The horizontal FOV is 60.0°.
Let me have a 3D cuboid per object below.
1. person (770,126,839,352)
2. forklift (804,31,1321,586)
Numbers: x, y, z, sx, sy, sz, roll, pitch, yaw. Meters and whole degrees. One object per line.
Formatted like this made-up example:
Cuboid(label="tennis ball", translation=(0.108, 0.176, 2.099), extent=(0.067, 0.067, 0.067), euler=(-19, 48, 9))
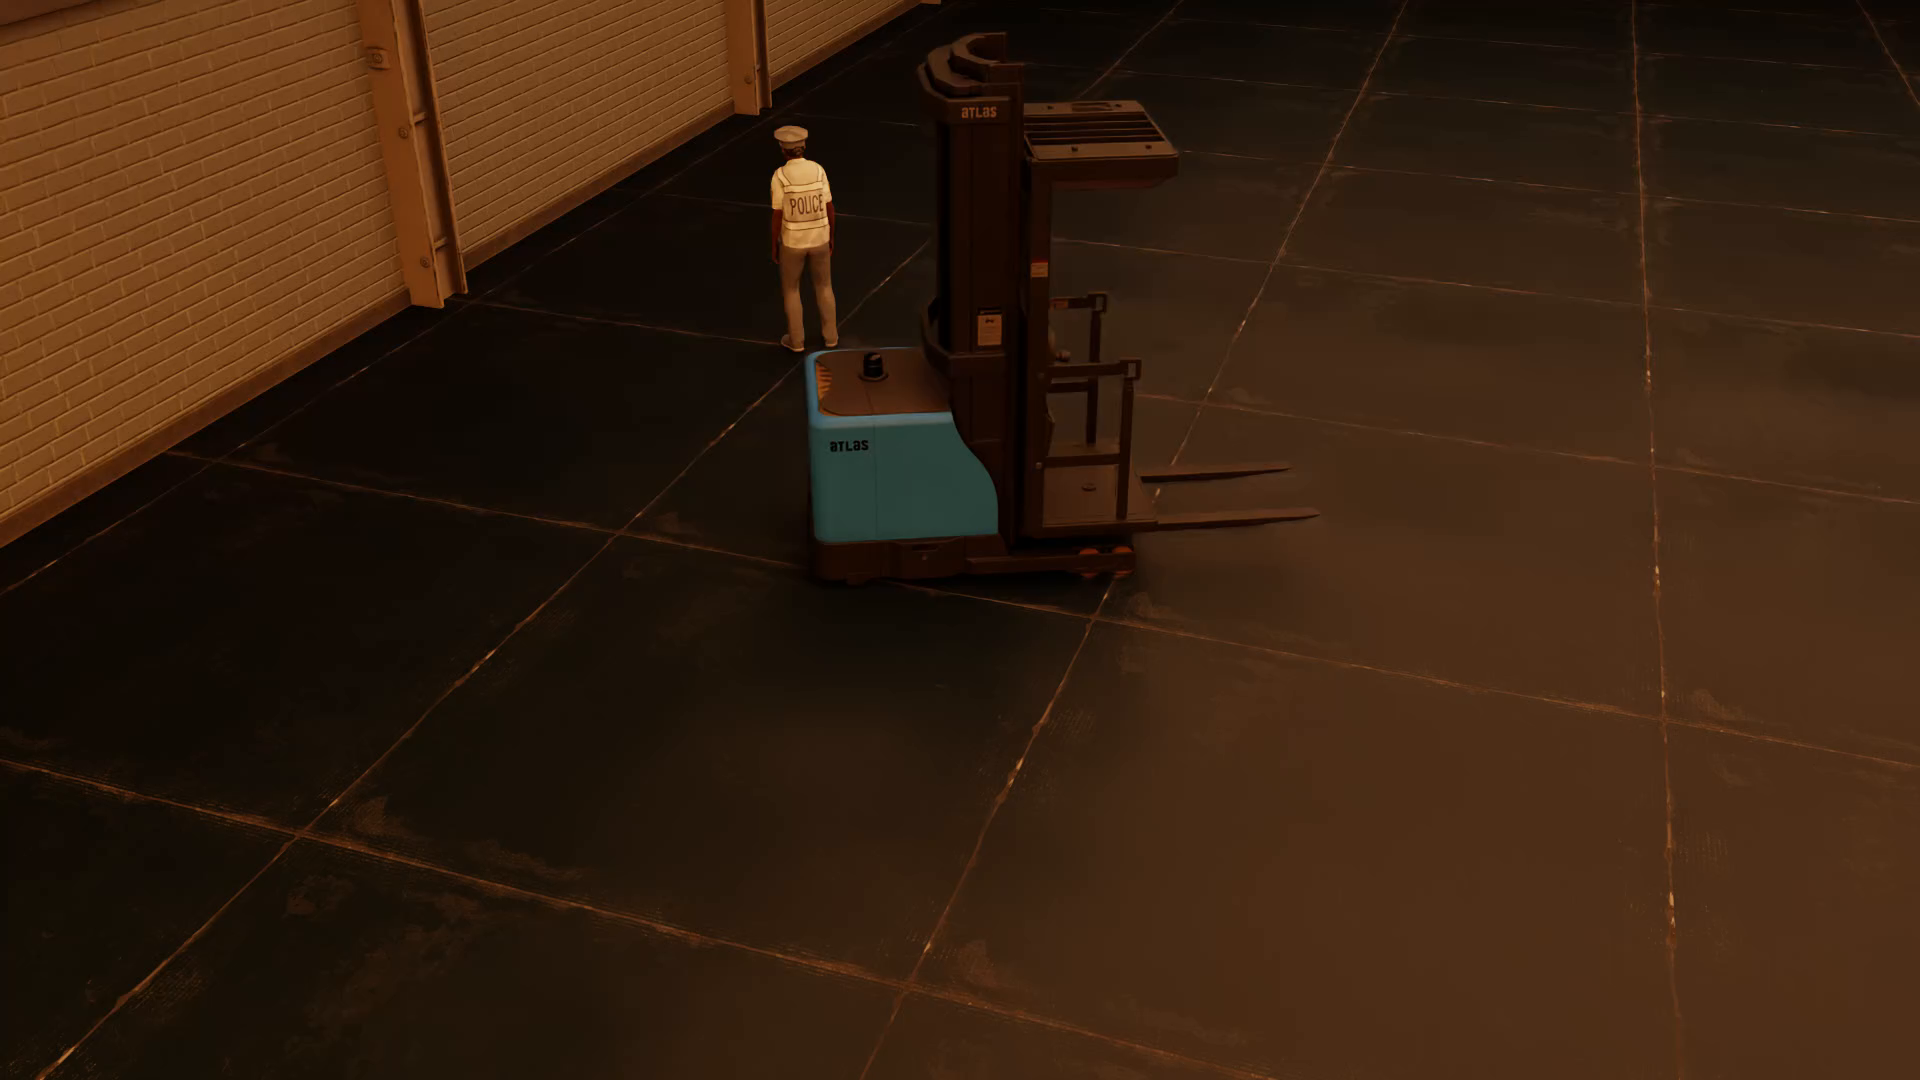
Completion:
Cuboid(label="person", translation=(-1.151, -2.201, 12.287), extent=(0.519, 1.656, 0.396), euler=(-11, 32, -19))
Cuboid(label="forklift", translation=(0.611, -1.314, 9.442), extent=(3.031, 2.935, 1.130), euler=(-3, 30, -6))
